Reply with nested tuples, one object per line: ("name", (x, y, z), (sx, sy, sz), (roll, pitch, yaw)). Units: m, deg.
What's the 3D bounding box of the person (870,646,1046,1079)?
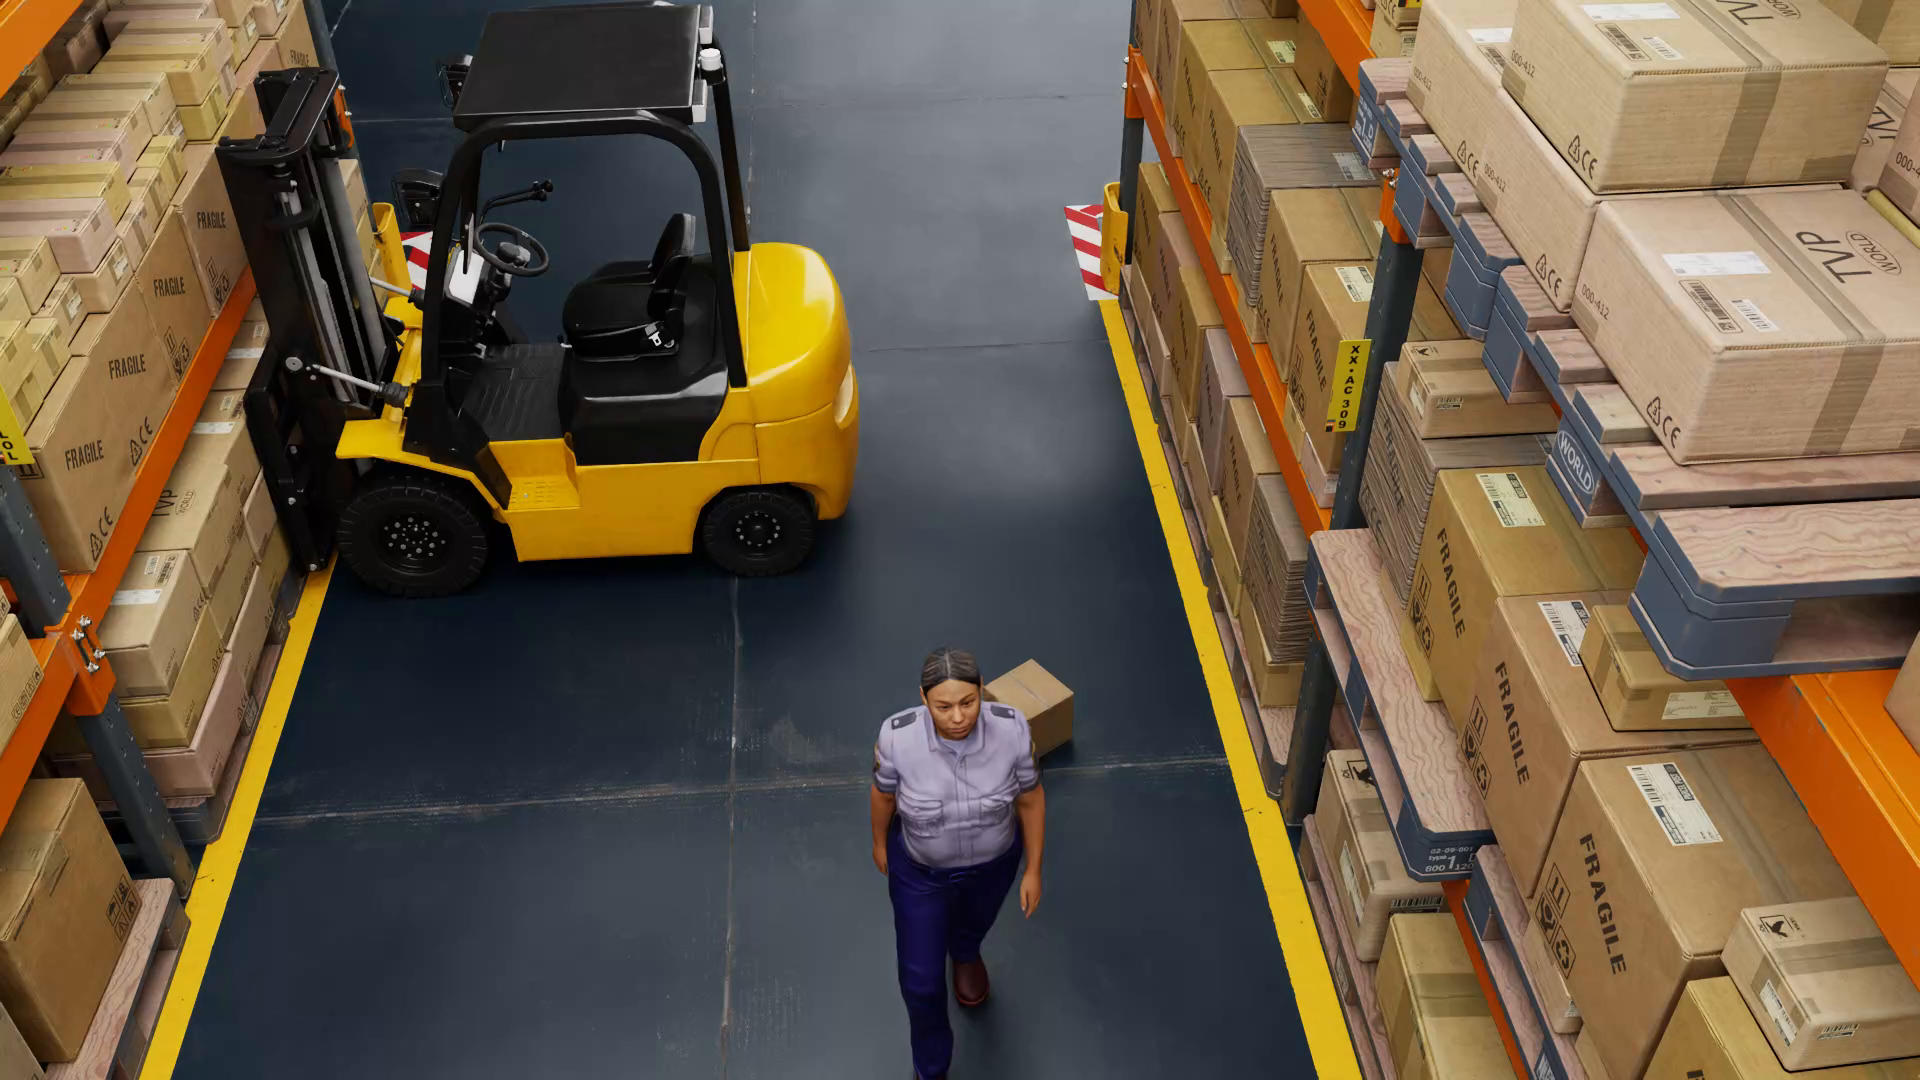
("person", (0.004, 1.007, 4.989), (0.501, 1.691, 0.701), (-6, 40, -8))
